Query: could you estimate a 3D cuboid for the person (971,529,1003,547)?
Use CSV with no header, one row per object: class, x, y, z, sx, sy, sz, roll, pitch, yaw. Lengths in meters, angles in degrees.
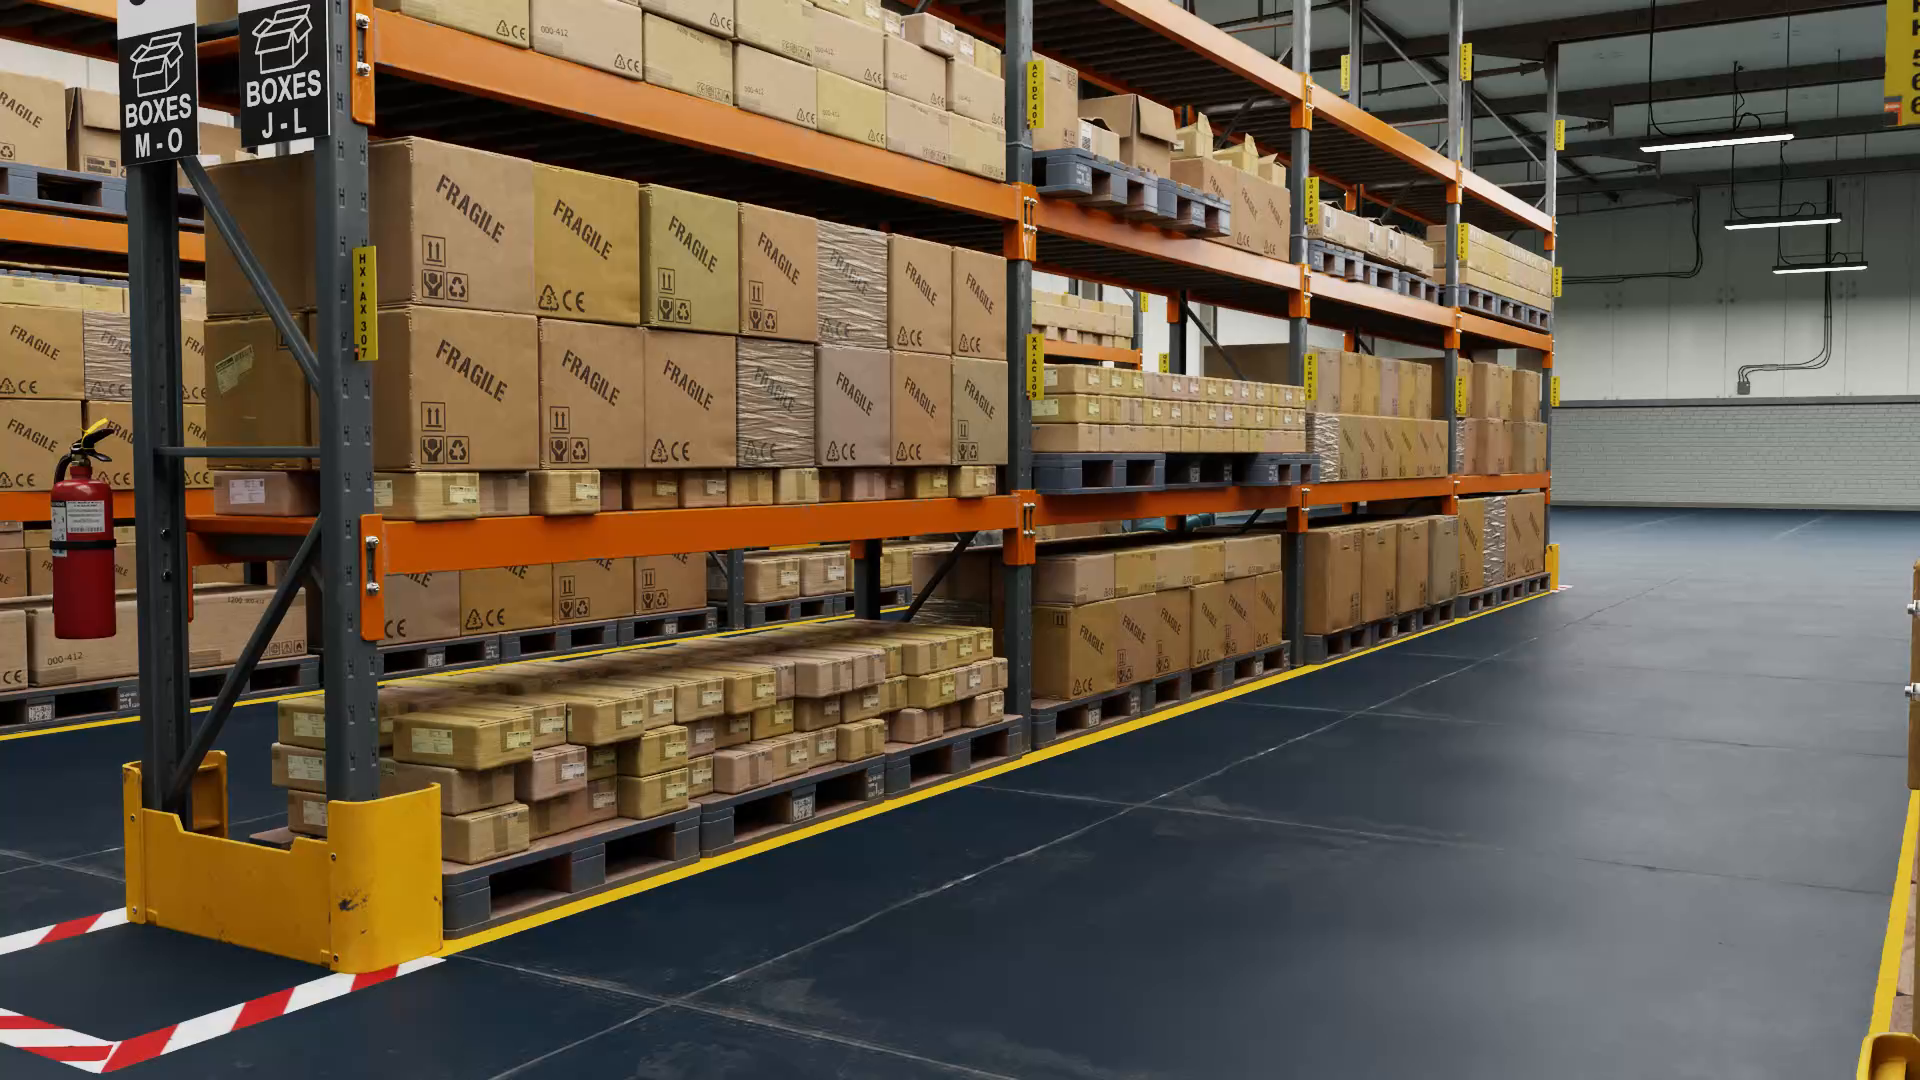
person,0.307,-0.099,14.969,0.547,1.666,0.371,2,3,28
